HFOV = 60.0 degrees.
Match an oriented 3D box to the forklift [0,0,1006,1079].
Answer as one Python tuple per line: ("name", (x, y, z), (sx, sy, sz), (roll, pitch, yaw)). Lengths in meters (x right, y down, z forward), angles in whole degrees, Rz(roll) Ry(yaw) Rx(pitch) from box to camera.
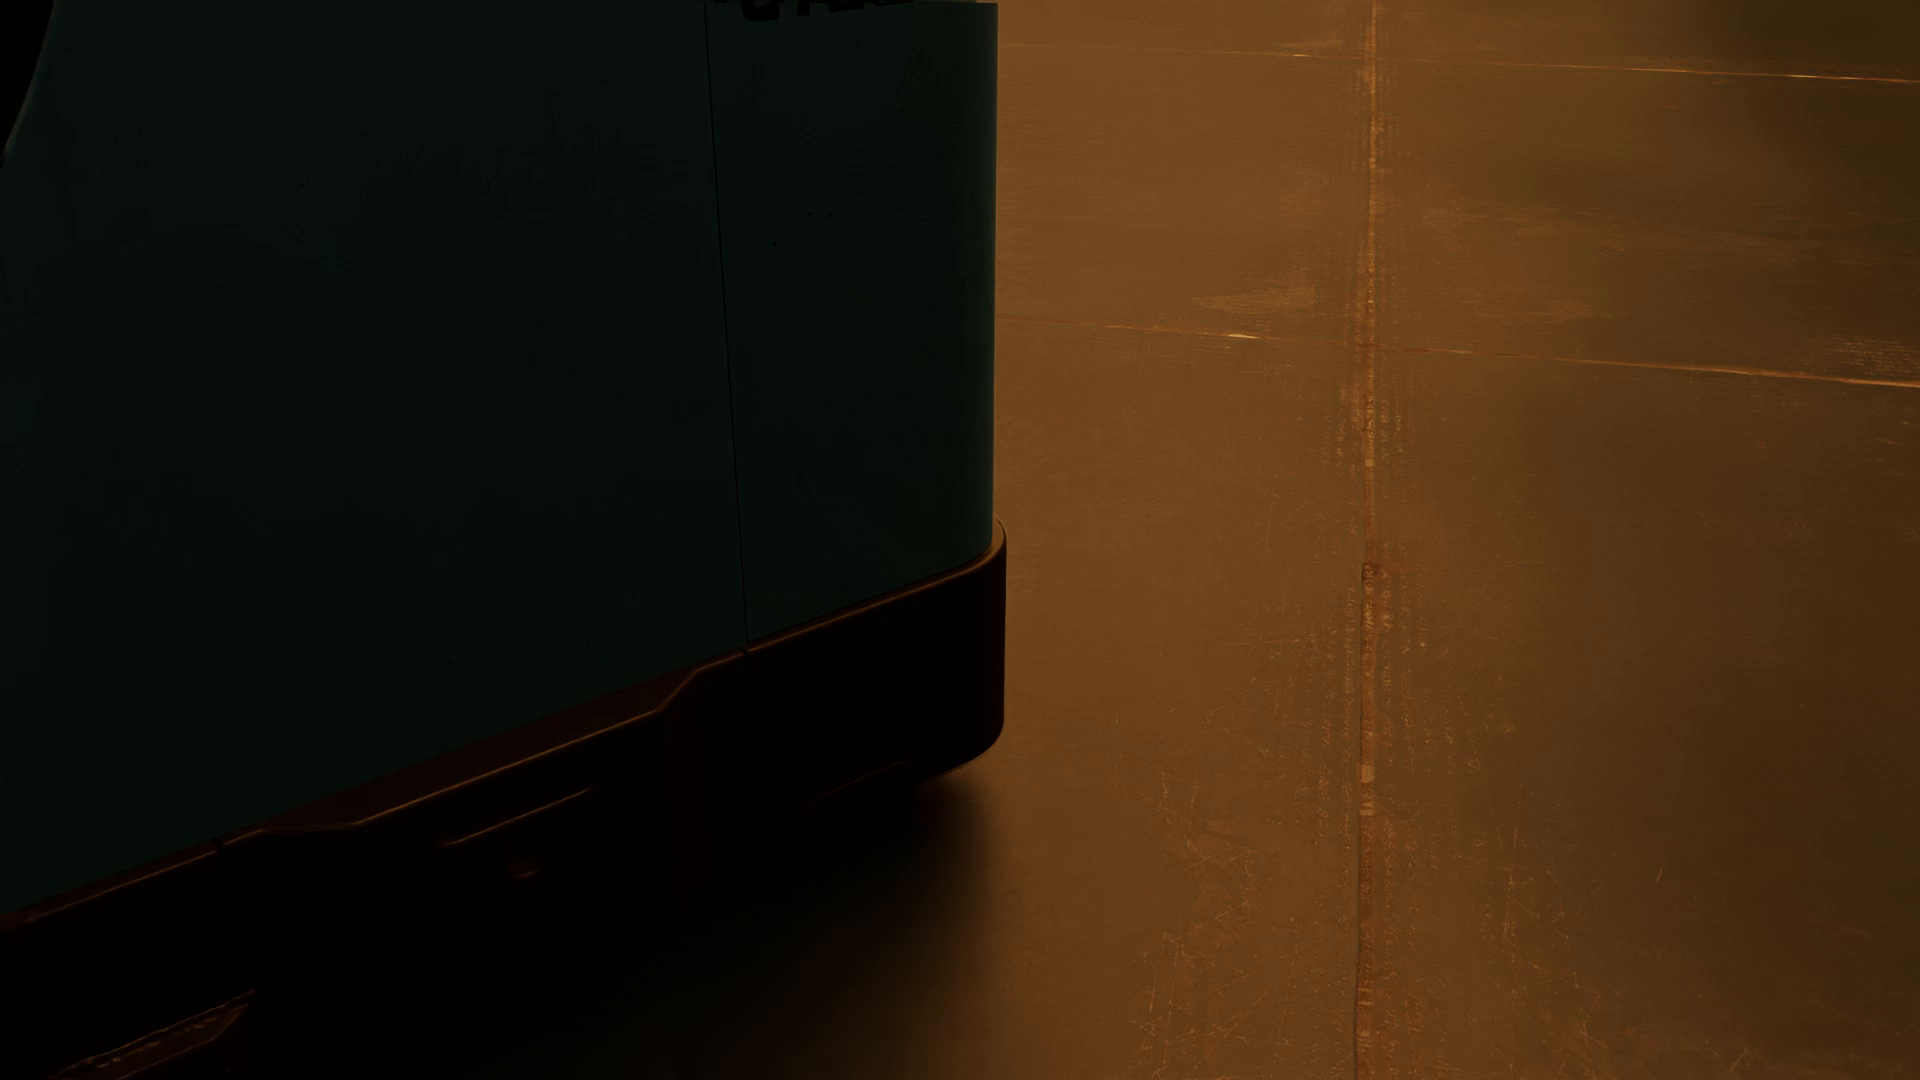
("forklift", (-1.423, -0.793, 0.818), (3.031, 2.935, 1.130), (-19, 33, -33))
